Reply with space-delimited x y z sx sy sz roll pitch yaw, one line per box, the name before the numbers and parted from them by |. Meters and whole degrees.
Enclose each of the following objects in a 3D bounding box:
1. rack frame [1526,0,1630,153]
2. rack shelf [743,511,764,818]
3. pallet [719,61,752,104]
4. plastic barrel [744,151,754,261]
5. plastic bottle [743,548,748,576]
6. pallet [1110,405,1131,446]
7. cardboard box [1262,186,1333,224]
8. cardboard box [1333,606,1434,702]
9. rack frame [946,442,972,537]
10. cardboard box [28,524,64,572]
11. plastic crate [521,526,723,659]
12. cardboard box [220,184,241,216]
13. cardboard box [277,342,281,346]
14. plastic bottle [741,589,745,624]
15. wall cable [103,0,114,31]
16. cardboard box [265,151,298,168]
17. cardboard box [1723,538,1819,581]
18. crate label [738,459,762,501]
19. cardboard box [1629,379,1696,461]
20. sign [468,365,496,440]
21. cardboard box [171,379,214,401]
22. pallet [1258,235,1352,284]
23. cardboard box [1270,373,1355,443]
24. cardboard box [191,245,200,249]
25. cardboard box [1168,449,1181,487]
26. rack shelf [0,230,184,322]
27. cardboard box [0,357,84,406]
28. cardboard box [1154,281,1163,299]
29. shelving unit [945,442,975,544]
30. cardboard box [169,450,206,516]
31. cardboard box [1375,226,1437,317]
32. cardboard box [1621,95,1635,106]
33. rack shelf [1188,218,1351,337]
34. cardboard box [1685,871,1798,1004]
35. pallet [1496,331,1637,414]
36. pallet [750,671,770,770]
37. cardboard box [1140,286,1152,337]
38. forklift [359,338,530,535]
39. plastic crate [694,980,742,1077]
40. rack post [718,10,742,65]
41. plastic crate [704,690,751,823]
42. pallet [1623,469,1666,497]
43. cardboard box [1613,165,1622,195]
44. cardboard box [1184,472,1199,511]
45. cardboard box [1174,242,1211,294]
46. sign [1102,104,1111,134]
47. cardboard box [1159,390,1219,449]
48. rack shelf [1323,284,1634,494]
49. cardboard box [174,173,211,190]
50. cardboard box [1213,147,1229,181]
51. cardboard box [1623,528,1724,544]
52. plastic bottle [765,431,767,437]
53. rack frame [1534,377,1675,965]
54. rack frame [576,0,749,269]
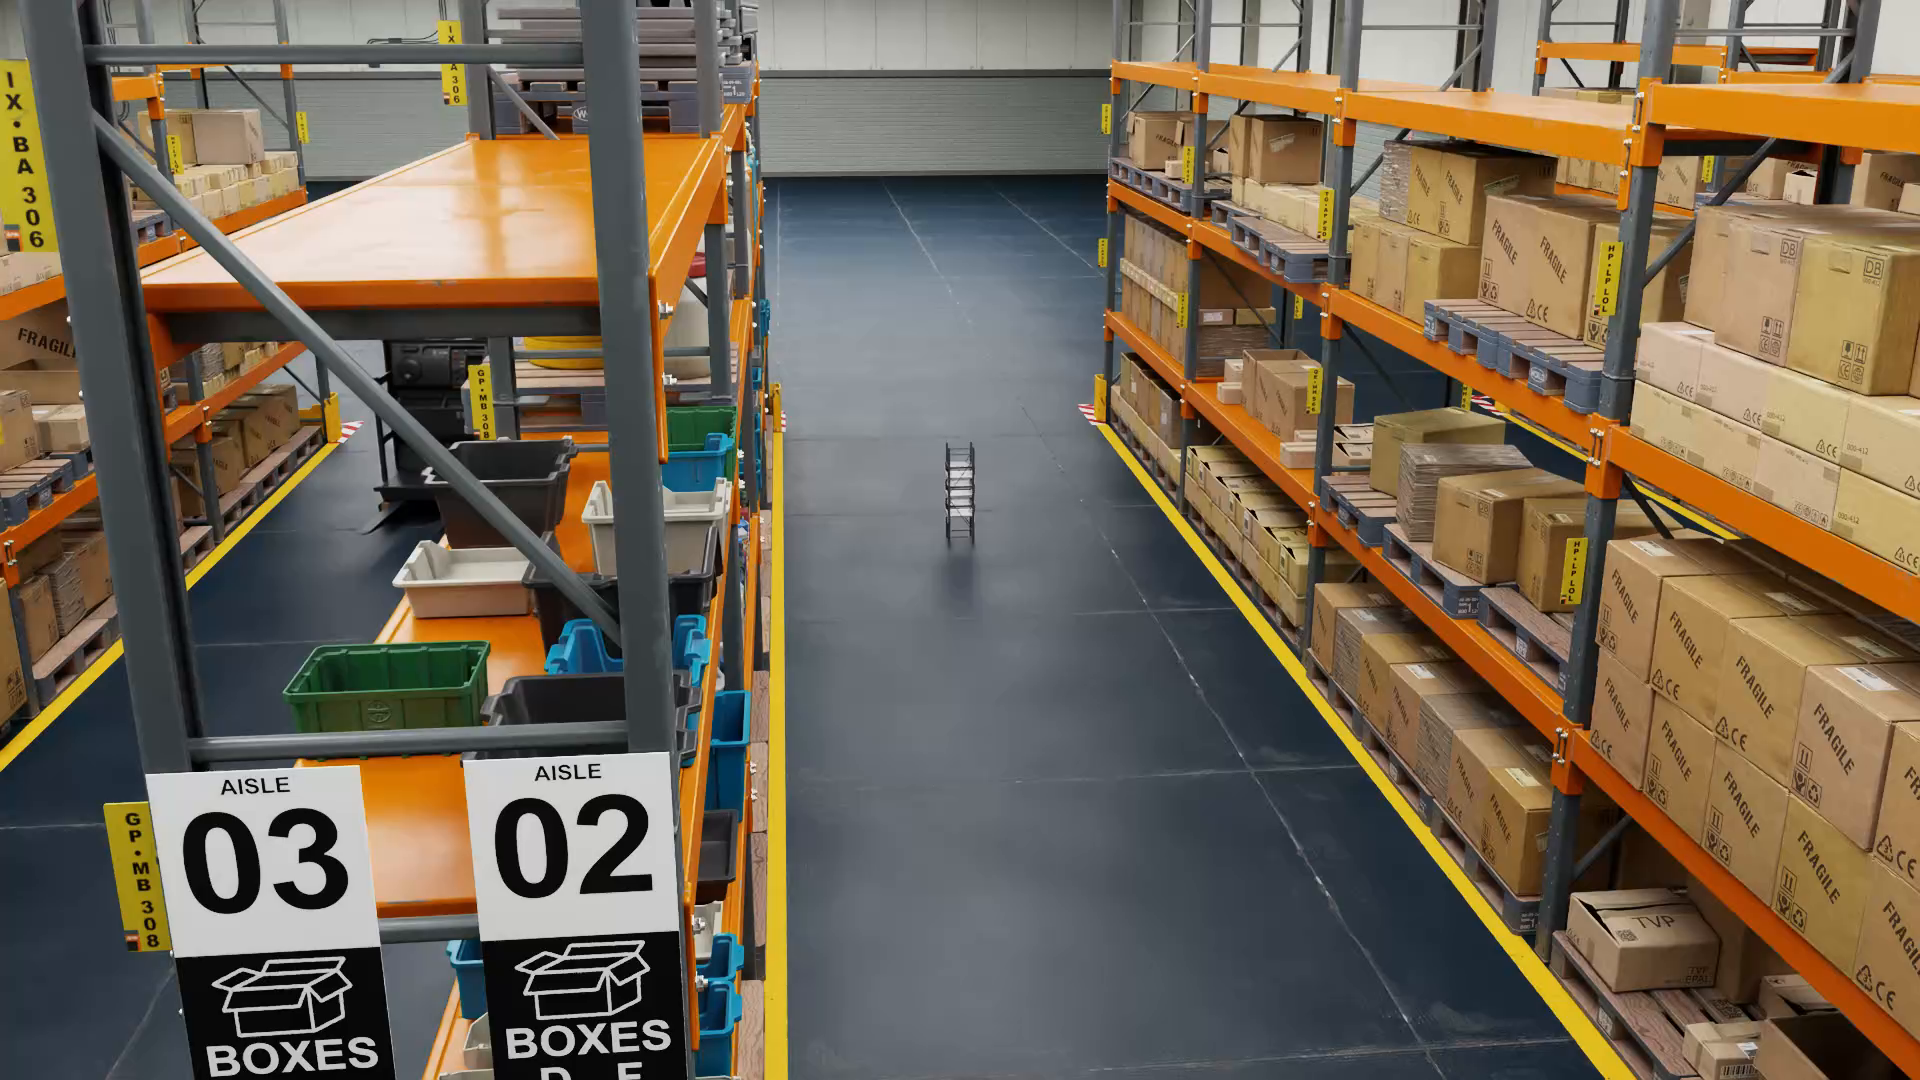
rack frame | 7.135 -5.909 19.048 1.000 3.000 0.127 -2 18 -6
rack shelf | -1.688 0.582 9.589 1.077 0.370 4.000 -2 18 -6
pallet | -1.851 -2.723 9.881 1.213 0.211 1.003 -2 18 -6
plastic barrel | -1.831 -2.439 12.287 0.600 0.830 0.708 -2 18 -6
plastic bottle | -1.351 0.123 10.183 0.097 0.201 0.097 0 17 0
pallet | 2.328 -1.336 19.151 1.003 0.211 1.213 -2 18 -6
cardboard box | 2.757 -2.689 13.349 0.500 0.250 0.500 -3 18 -10
cardboard box | 2.855 0.774 11.215 0.500 0.500 0.500 -2 18 -8
rack frame | -0.010 -0.457 15.204 0.240 0.900 0.006 -2 18 -6
cardboard box | -6.985 0.064 12.224 0.500 0.250 0.500 0 17 1
plastic crate | -0.954 0.161 4.824 0.504 0.338 0.767 -2 18 -6
cardboard box | -7.126 -3.203 15.688 0.500 0.250 0.500 -2 18 -8
cardboard box | -7.314 -2.091 17.322 0.380 0.149 0.250 -2 18 -6
plastic bottle | -1.255 0.366 9.291 0.097 0.271 0.097 0 17 0
wall cable | -22.657 -15.622 46.739 3.097 2.526 0.112 -2 18 -6
cardboard box | -7.307 -4.064 17.765 0.380 0.149 0.250 -2 18 -6
cardboard box | 3.755 0.301 7.448 0.500 0.500 0.500 -2 18 -5
crate label | -1.565 -0.414 11.841 0.303 0.233 0.416 -2 18 -6
cardboard box | 3.249 -0.524 7.155 0.500 0.250 0.500 -2 18 -6
sign | -2.029 -0.584 7.080 0.100 0.325 0.005 -2 18 -6
cardboard box | -6.957 -1.349 14.959 0.380 0.149 0.250 -2 18 -6
pallet | 2.874 -2.049 12.078 1.213 0.211 1.003 -1 17 -3
cardboard box | 2.844 -1.056 13.439 0.500 0.500 0.500 -3 18 -9
cardboard box | -7.194 -2.651 16.353 0.500 0.500 0.500 -2 18 -6
cardboard box | 2.355 -0.721 16.427 0.500 0.250 0.500 -2 18 -6
rack shelf | -7.027 -1.888 12.449 1.077 0.370 4.000 -2 18 -6
cardboard box | -6.963 -1.132 12.974 0.797 0.503 0.637 0 17 0
cardboard box | 2.219 -2.590 17.241 0.380 0.149 0.250 -1 17 -4
shelving unit | 0.001 -0.427 15.108 0.258 0.900 0.210 -2 18 -6
cardboard box | -7.235 -0.524 15.383 0.500 0.500 0.500 -2 18 -7
cardboard box | 3.164 -1.707 10.504 0.910 0.500 0.500 -2 18 -6
cardboard box | 7.094 -4.279 16.996 0.500 0.500 0.500 -2 18 -8
rack shelf | 2.826 -2.193 13.420 1.077 0.370 4.000 -2 18 -6
cardboard box | 3.786 1.826 7.863 0.500 0.500 0.500 -2 18 -6
pallet | 3.448 -0.855 8.272 1.213 0.211 1.003 -2 18 -6
pallet | -1.772 1.207 11.053 1.003 0.211 1.213 -2 18 -6
cardboard box | 2.347 -2.496 18.026 0.700 0.500 0.500 -2 18 -5
forklift | -4.976 -1.693 15.748 1.130 2.935 3.031 0 17 0
plastic crate | -0.903 1.602 5.320 0.416 0.233 0.300 -2 18 -6
rack post | -1.779 -2.969 9.809 0.954 0.300 0.937 -2 18 -6
plastic crate | -1.095 0.942 7.167 0.392 0.384 0.575 -2 18 -6
pallet | 7.443 -0.723 17.202 1.003 0.211 1.213 -2 18 -6
cardboard box | 7.115 -3.801 17.141 0.500 0.500 0.500 -2 18 -8
cardboard box | 2.415 -0.461 15.601 0.500 0.250 0.500 -2 18 -7
cardboard box | 2.515 -2.650 16.350 0.700 0.500 0.500 -2 18 -6
sign | 1.655 -4.763 18.814 0.100 0.325 0.005 -2 18 -6
cardboard box | 2.315 -1.228 16.790 0.500 0.500 0.500 -2 18 -6
rack shelf | 3.239 -1.001 9.624 1.077 0.370 4.000 -2 18 -6
cardboard box | -7.131 -3.283 15.275 0.380 0.149 0.250 -1 17 -4
cardboard box | 2.775 -3.676 16.156 0.500 0.311 0.500 -3 18 -9
cardboard box | 3.619 0.287 8.461 0.700 0.500 0.500 -8 19 -24
plastic bottle | -2.095 -1.041 17.372 0.152 0.276 0.135 -2 18 -5
rack frame | 3.445 0.683 8.067 1.000 3.000 0.127 -2 18 -6
rack frame | -1.895 -3.219 10.481 1.000 3.000 0.127 -2 18 -6
